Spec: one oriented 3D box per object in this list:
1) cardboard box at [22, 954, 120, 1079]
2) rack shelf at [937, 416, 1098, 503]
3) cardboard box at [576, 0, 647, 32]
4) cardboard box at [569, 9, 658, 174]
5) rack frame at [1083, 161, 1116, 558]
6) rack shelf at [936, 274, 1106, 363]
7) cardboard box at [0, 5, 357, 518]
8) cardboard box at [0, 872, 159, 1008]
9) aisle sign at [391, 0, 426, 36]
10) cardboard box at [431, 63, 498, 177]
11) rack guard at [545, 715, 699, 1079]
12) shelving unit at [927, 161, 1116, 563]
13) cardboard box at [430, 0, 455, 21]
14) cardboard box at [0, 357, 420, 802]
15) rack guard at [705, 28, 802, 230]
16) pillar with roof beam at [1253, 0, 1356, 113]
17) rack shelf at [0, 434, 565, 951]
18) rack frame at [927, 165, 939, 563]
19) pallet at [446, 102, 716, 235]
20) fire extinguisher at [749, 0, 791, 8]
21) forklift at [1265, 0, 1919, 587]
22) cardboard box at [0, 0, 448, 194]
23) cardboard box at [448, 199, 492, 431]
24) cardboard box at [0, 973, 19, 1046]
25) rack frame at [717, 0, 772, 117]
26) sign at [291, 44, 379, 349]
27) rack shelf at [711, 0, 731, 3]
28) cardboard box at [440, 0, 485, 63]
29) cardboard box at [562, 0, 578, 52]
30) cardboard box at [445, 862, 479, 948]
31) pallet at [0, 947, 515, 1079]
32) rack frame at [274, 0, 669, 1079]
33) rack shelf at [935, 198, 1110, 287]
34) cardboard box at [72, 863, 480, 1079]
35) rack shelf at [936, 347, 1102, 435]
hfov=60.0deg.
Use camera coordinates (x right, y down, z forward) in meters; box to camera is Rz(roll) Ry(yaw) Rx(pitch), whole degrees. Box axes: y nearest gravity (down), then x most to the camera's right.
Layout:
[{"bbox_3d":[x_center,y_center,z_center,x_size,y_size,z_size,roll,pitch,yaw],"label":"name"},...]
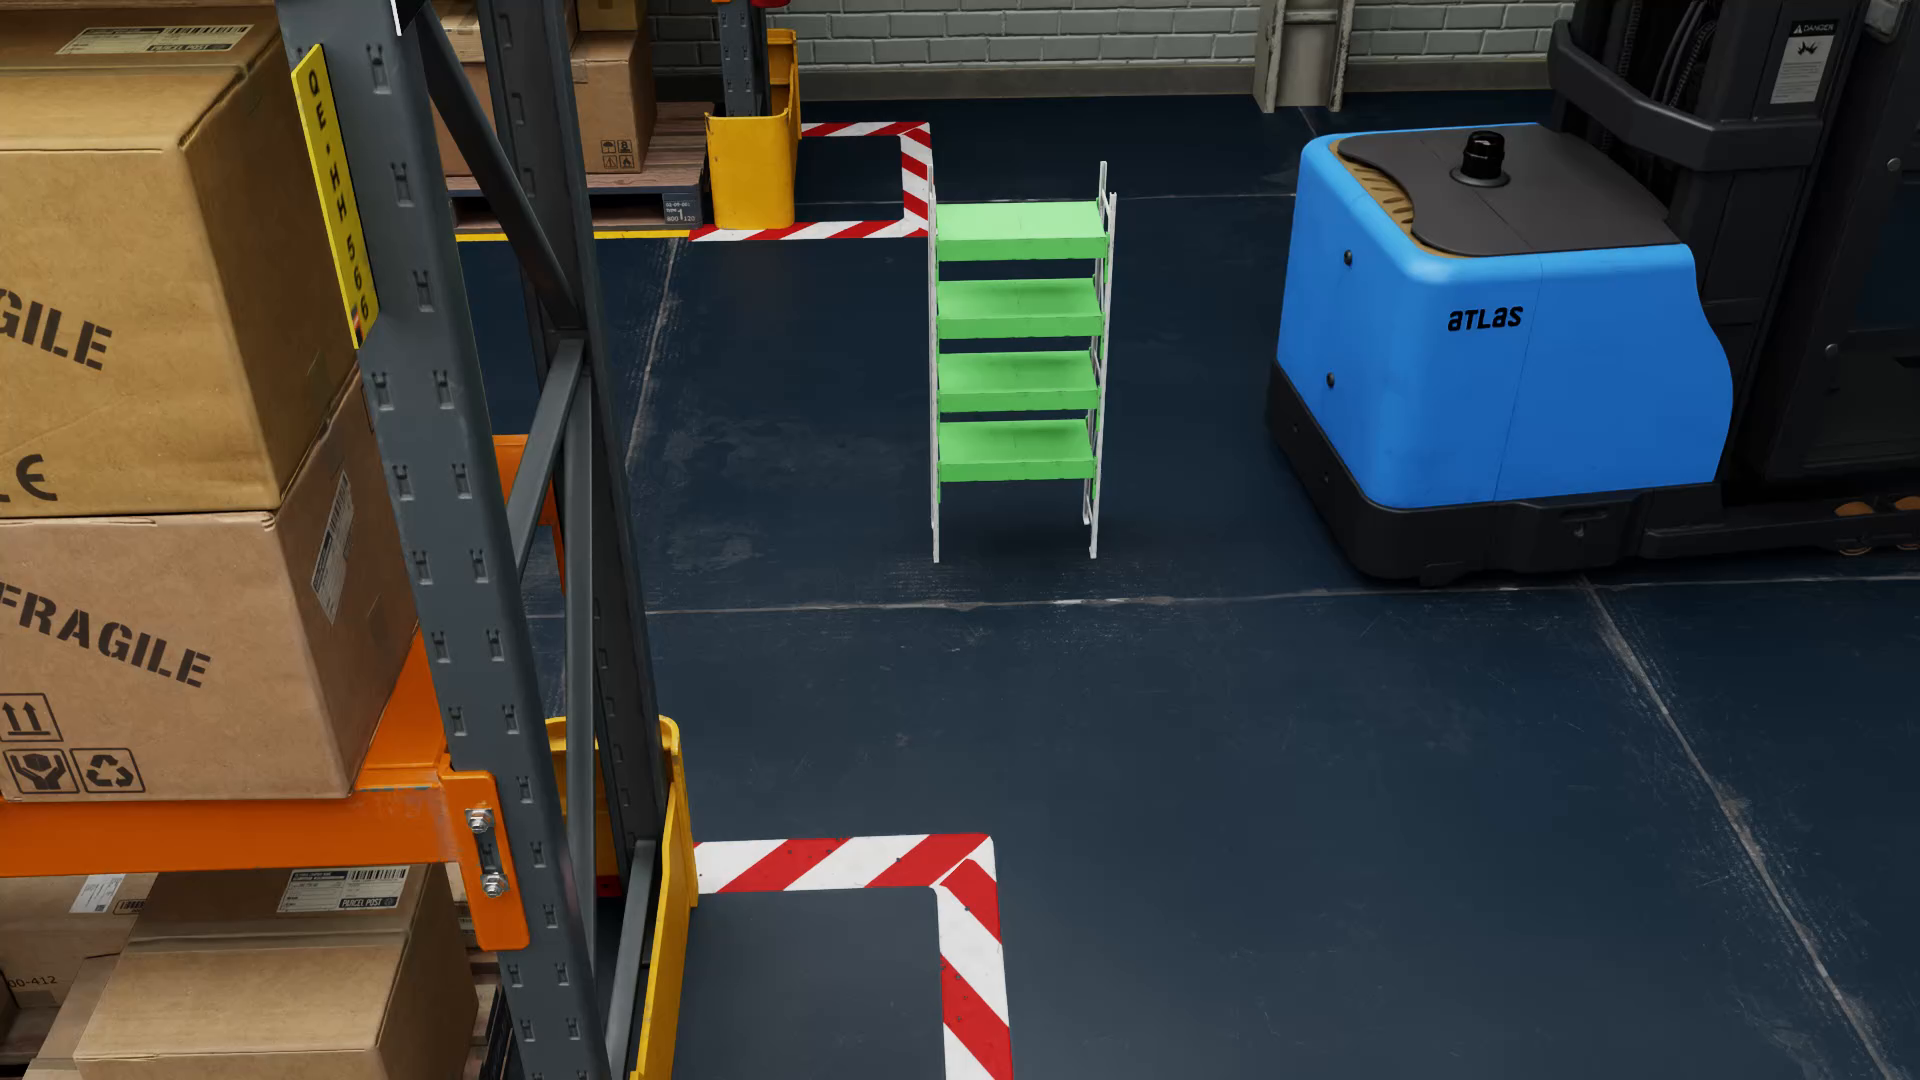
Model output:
[{"bbox_3d":[-1.645,1.008,3.261,0.250,0.166,0.380,-2,35,-2],"label":"cardboard box"},{"bbox_3d":[0.165,-0.248,5.088,0.480,0.148,0.258,-2,35,-2],"label":"rack shelf"},{"bbox_3d":[-1.522,-2.359,7.281,0.250,0.149,0.380,-1,35,-2],"label":"cardboard box"},{"bbox_3d":[-1.638,-1.976,7.296,0.500,0.500,0.700,-2,35,-2],"label":"cardboard box"},{"bbox_3d":[0.409,-0.504,4.924,0.015,1.200,0.240,-2,35,-2],"label":"rack frame"},{"bbox_3d":[0.165,-0.643,4.815,0.480,0.148,0.258,-2,35,-2],"label":"rack shelf"},{"bbox_3d":[-1.137,-0.375,2.189,0.500,0.500,0.500,-2,35,-3],"label":"cardboard box"},{"bbox_3d":[-1.761,0.726,3.595,0.500,0.250,0.500,-2,35,-2],"label":"cardboard box"},{"bbox_3d":[-0.622,-0.987,1.756,0.004,0.787,0.394,-2,35,-2],"label":"aisle sign"},{"bbox_3d":[-2.138,-1.962,7.277,0.500,0.500,0.700,-2,35,-2],"label":"cardboard box"},{"bbox_3d":[-0.781,0.939,3.454,0.348,0.500,1.175,-2,35,-2],"label":"rack guard"},{"bbox_3d":[0.165,-0.498,4.915,0.503,1.200,0.258,-2,35,-2],"label":"shelving unit"},{"bbox_3d":[-2.278,-2.339,7.251,0.250,0.149,0.380,-1,35,-2],"label":"cardboard box"},{"bbox_3d":[-1.140,0.035,2.476,0.500,0.500,0.500,-1,35,-1],"label":"cardboard box"},{"bbox_3d":[-0.919,-1.879,7.526,0.348,0.500,1.175,-2,35,-2],"label":"rack guard"},{"bbox_3d":[1.917,-3.491,2.386,0.400,9.000,9.100,-2,35,-2],"label":"pillar with roof beam"},{"bbox_3d":[-2.703,0.259,2.872,4.000,0.370,1.077,-2,35,-2],"label":"rack shelf"},{"bbox_3d":[-0.078,-0.491,4.905,0.015,1.200,0.240,-2,35,-2],"label":"rack frame"},{"bbox_3d":[-1.738,-1.694,7.512,1.213,0.211,1.003,-2,35,-2],"label":"pallet"},{"bbox_3d":[-0.771,-2.463,6.569,0.183,0.674,0.296,-2,35,-2],"label":"fire extinguisher"},{"bbox_3d":[2.612,-1.449,4.769,3.031,2.935,1.130,-5,35,-7],"label":"forklift"},{"bbox_3d":[-1.161,-0.681,2.632,0.500,0.500,0.500,-1,35,-1],"label":"cardboard box"},{"bbox_3d":[-1.161,-0.270,2.916,0.500,0.500,0.500,-1,35,-1],"label":"cardboard box"},{"bbox_3d":[-2.187,1.022,3.167,0.500,0.250,0.500,-2,35,-2],"label":"cardboard box"},{"bbox_3d":[-0.943,-2.906,6.814,0.127,3.000,1.000,-2,35,-2],"label":"rack frame"},{"bbox_3d":[-0.699,-0.381,1.869,0.005,0.325,0.100,-2,35,-2],"label":"sign"},{"bbox_3d":[-2.941,-2.557,6.941,4.000,0.370,1.077,-2,35,-2],"label":"rack shelf"},{"bbox_3d":[-2.013,-2.128,6.946,0.250,0.149,0.380,-1,35,-1],"label":"cardboard box"},{"bbox_3d":[-1.757,-2.135,6.957,0.250,0.149,0.380,-2,35,-3],"label":"cardboard box"},{"bbox_3d":[-1.140,0.717,3.697,0.250,0.149,0.380,-2,35,-2],"label":"cardboard box"},{"bbox_3d":[-1.577,1.080,3.504,1.213,0.211,1.003,-2,35,-2],"label":"pallet"},{"bbox_3d":[-0.705,-0.091,2.745,0.127,3.000,1.000,-2,35,-2],"label":"rack frame"},{"bbox_3d":[0.165,-0.840,4.678,0.480,0.148,0.258,-2,35,-2],"label":"rack shelf"},{"bbox_3d":[-1.236,0.911,3.108,0.500,0.500,0.500,-2,35,-2],"label":"cardboard box"},{"bbox_3d":[0.165,-0.445,4.951,0.480,0.148,0.258,-2,35,-2],"label":"rack shelf"}]
